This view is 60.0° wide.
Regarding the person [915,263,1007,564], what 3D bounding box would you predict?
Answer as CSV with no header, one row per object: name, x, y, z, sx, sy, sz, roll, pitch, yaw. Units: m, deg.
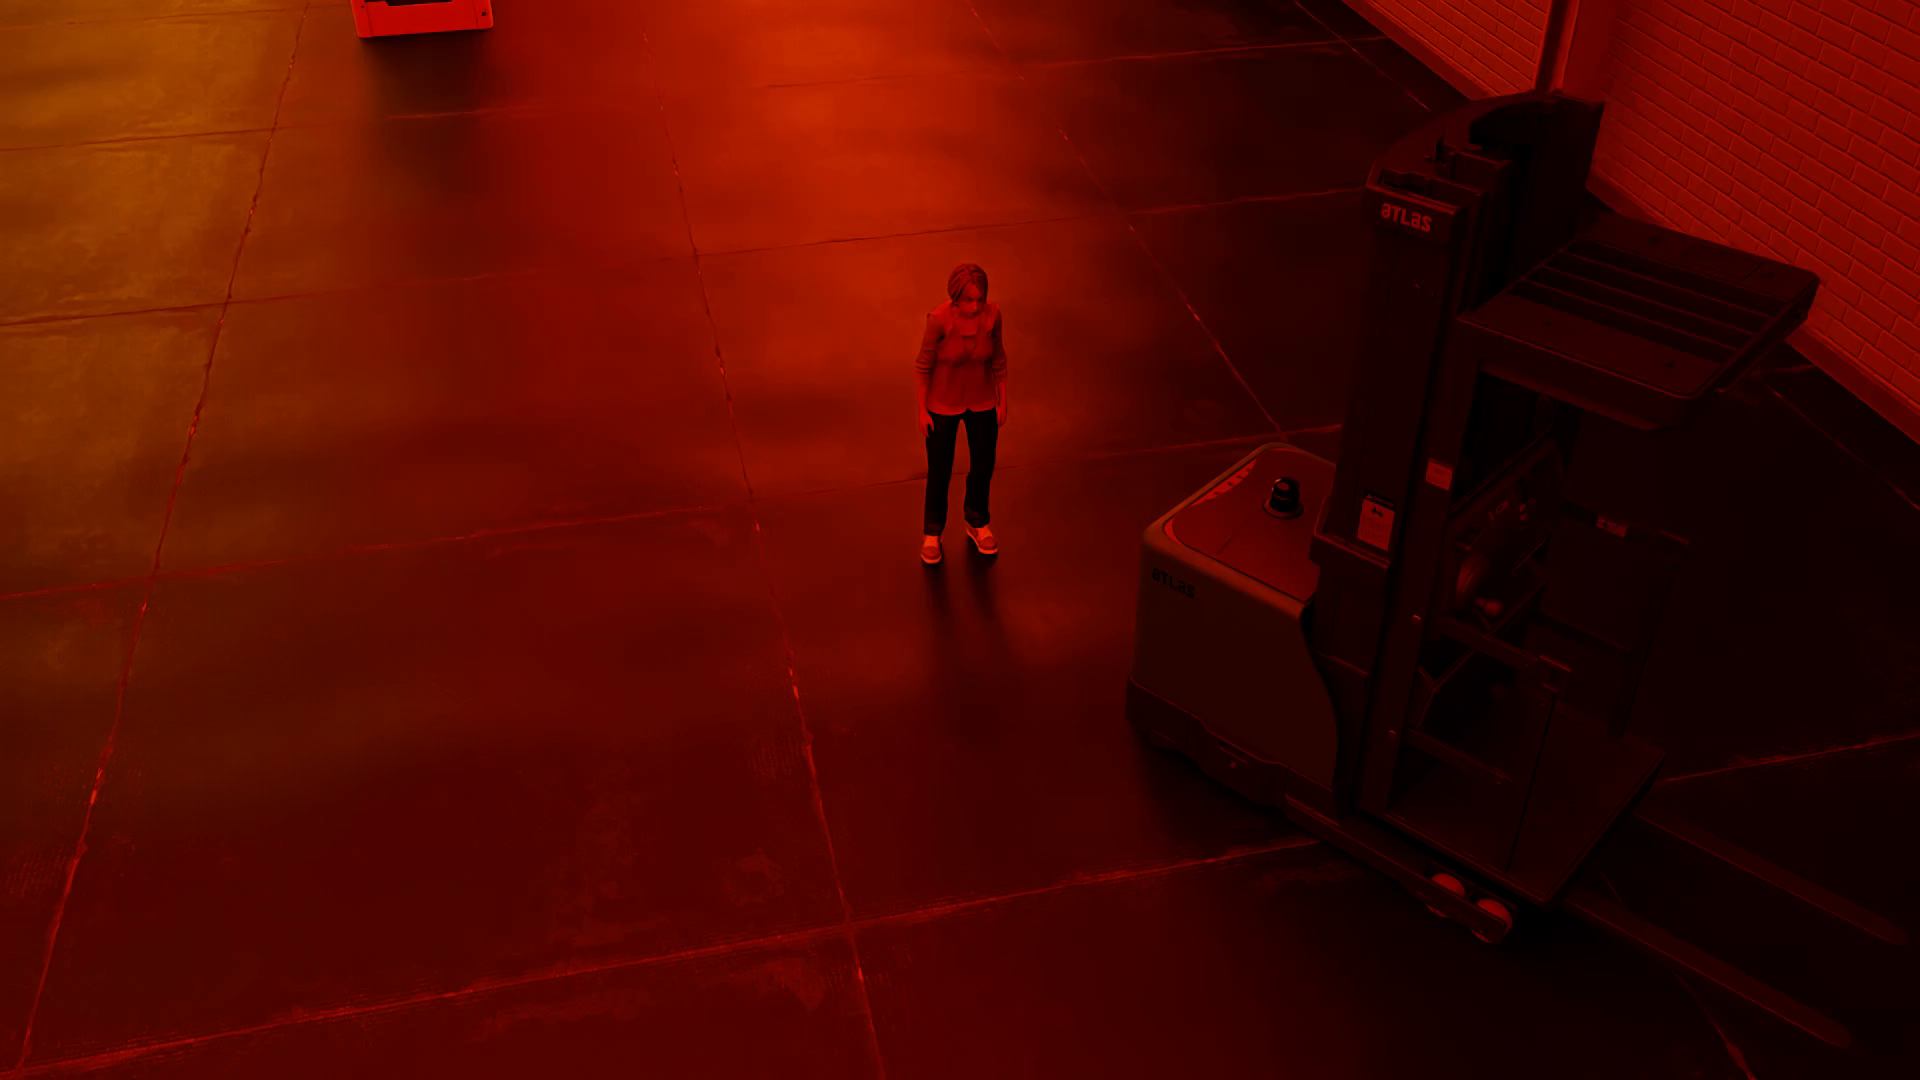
person,0.011,-0.634,8.080,0.467,1.591,0.344,-9,37,-12

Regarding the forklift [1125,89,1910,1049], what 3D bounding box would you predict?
forklift,2.162,0.011,6.035,3.031,2.935,1.130,28,44,33
